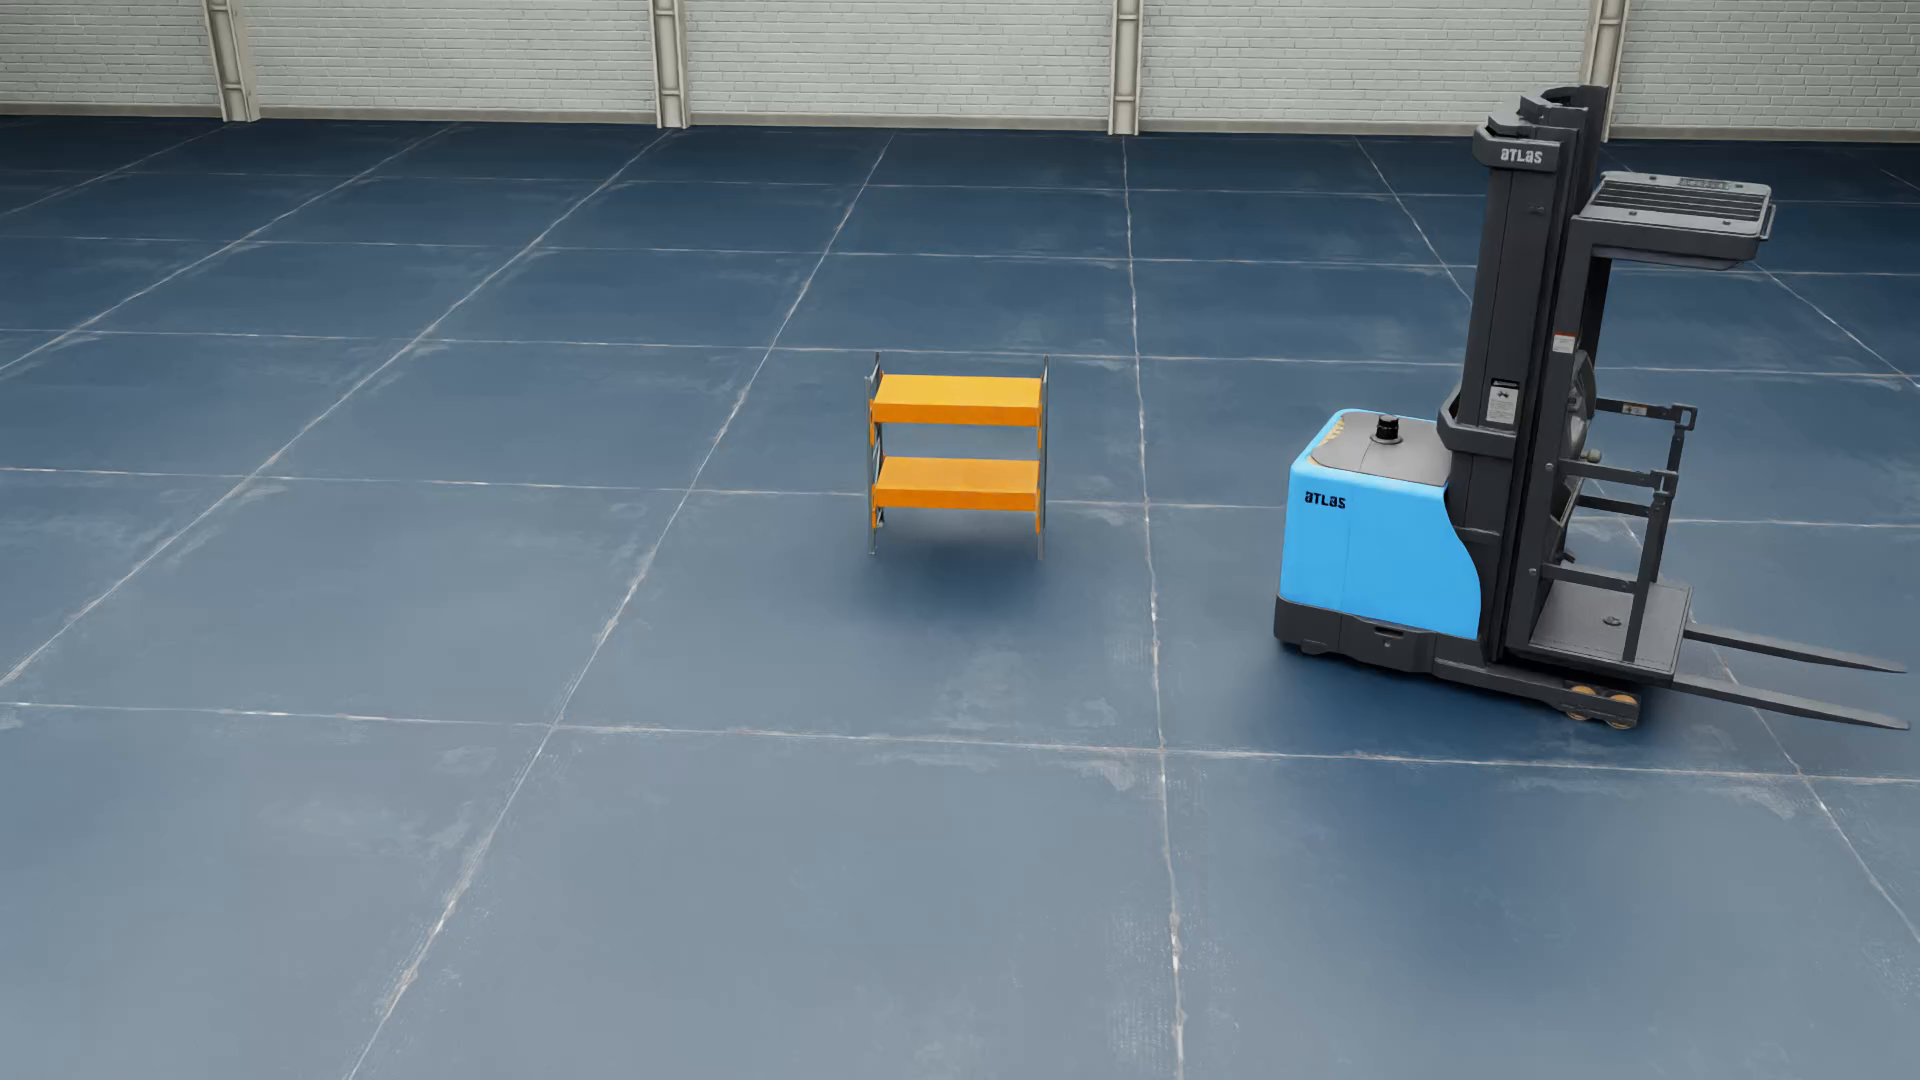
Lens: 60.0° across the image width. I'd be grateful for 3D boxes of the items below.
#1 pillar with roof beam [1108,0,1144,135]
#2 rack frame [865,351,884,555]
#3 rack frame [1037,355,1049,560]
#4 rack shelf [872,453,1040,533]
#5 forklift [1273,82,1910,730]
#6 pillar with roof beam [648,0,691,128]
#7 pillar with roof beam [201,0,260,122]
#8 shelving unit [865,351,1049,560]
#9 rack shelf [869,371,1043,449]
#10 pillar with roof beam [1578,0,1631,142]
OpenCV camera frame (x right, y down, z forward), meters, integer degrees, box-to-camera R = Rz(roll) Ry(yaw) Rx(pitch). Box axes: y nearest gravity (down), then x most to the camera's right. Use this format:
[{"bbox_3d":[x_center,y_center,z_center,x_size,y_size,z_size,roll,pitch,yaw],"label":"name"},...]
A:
[{"bbox_3d":[1.819,-7.661,16.134,0.400,9.000,9.100,2,25,4],"label":"pillar with roof beam"},{"bbox_3d":[-0.514,-0.527,10.051,0.032,1.125,0.500,2,25,4],"label":"rack frame"},{"bbox_3d":[0.500,-0.495,9.980,0.032,1.125,0.500,2,25,4],"label":"rack frame"},{"bbox_3d":[-0.007,-0.289,10.118,1.000,0.278,0.538,2,25,4],"label":"rack shelf"},{"bbox_3d":[3.244,-0.650,8.157,3.031,2.935,1.130,12,27,24],"label":"forklift"},{"bbox_3d":[-4.164,-7.853,16.551,0.400,9.000,9.100,2,25,4],"label":"pillar with roof beam"},{"bbox_3d":[-10.146,-8.045,16.969,0.400,9.000,9.100,2,25,4],"label":"pillar with roof beam"},{"bbox_3d":[-0.007,-0.511,10.015,1.048,1.125,0.538,2,25,4],"label":"shelving unit"},{"bbox_3d":[-0.007,-0.777,9.893,1.000,0.278,0.538,2,25,4],"label":"rack shelf"},{"bbox_3d":[7.801,-7.469,15.717,0.400,9.000,9.100,2,25,4],"label":"pillar with roof beam"}]
